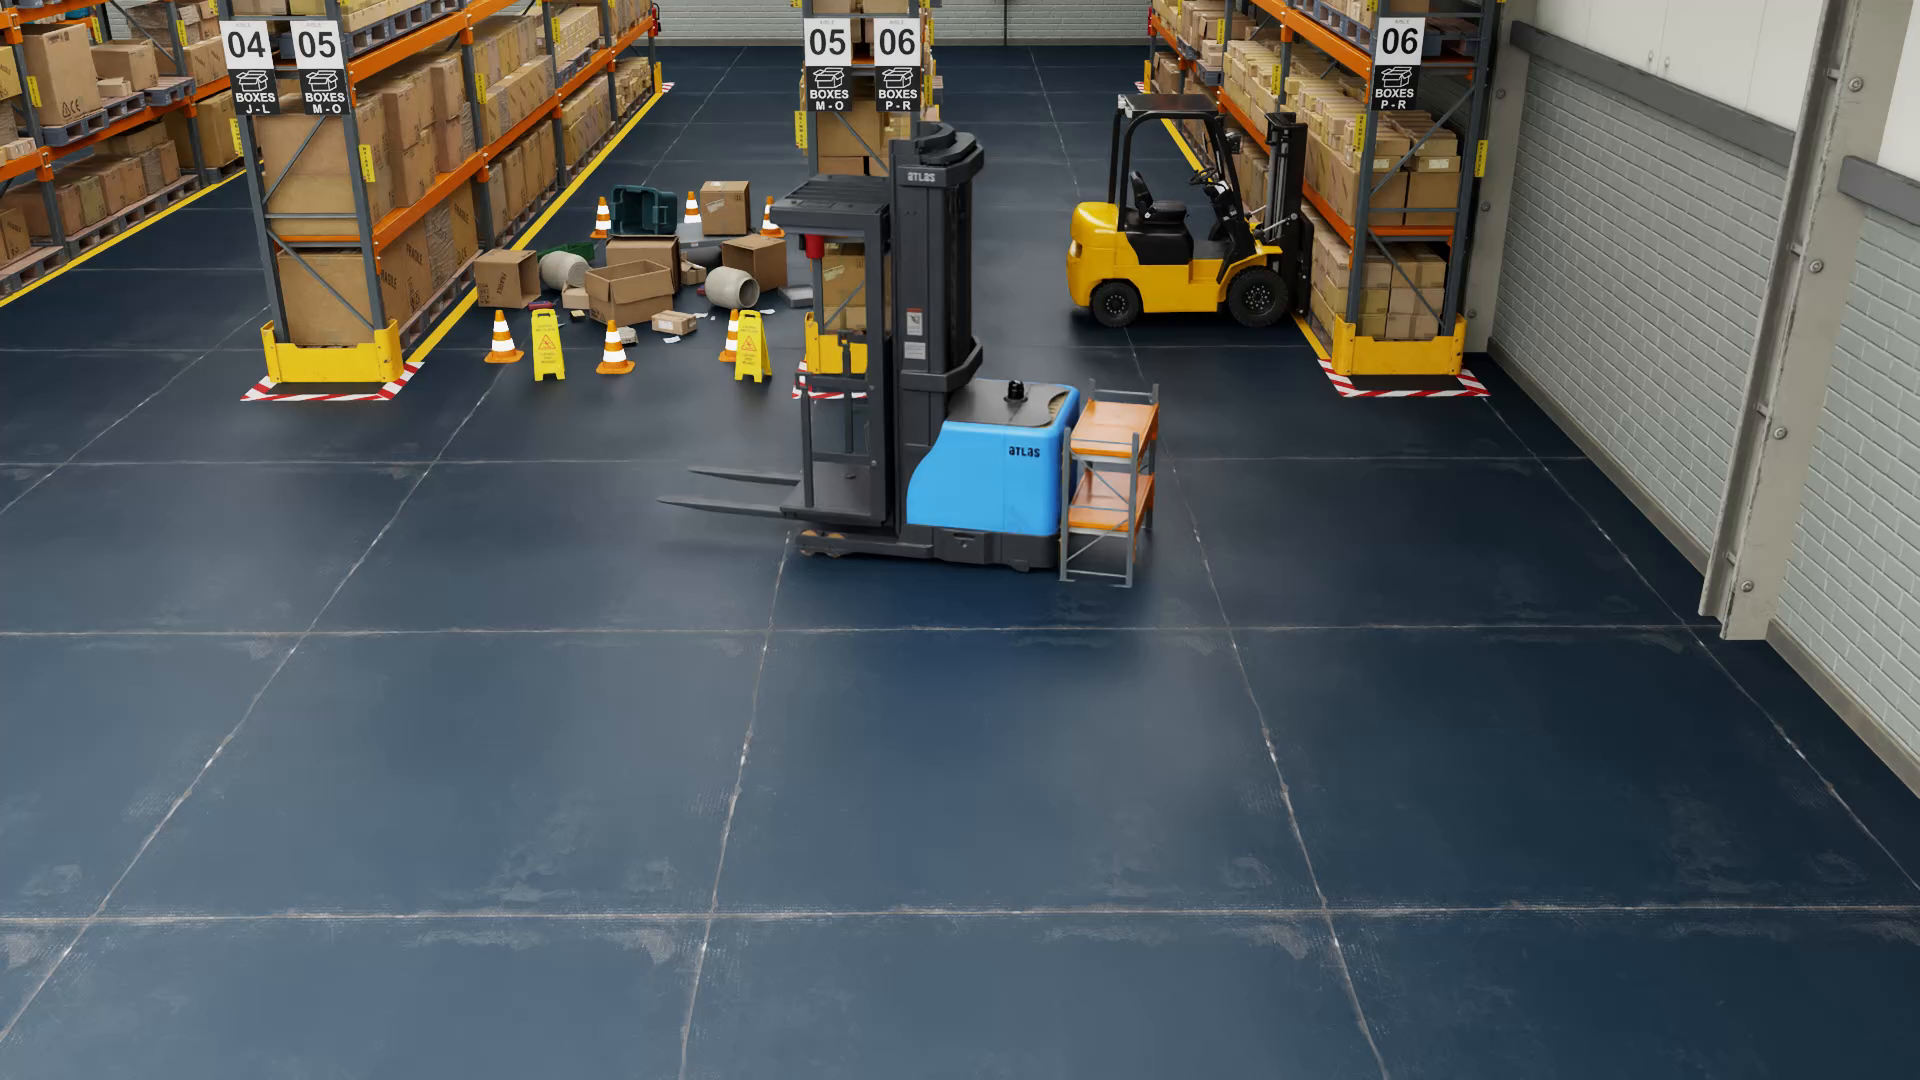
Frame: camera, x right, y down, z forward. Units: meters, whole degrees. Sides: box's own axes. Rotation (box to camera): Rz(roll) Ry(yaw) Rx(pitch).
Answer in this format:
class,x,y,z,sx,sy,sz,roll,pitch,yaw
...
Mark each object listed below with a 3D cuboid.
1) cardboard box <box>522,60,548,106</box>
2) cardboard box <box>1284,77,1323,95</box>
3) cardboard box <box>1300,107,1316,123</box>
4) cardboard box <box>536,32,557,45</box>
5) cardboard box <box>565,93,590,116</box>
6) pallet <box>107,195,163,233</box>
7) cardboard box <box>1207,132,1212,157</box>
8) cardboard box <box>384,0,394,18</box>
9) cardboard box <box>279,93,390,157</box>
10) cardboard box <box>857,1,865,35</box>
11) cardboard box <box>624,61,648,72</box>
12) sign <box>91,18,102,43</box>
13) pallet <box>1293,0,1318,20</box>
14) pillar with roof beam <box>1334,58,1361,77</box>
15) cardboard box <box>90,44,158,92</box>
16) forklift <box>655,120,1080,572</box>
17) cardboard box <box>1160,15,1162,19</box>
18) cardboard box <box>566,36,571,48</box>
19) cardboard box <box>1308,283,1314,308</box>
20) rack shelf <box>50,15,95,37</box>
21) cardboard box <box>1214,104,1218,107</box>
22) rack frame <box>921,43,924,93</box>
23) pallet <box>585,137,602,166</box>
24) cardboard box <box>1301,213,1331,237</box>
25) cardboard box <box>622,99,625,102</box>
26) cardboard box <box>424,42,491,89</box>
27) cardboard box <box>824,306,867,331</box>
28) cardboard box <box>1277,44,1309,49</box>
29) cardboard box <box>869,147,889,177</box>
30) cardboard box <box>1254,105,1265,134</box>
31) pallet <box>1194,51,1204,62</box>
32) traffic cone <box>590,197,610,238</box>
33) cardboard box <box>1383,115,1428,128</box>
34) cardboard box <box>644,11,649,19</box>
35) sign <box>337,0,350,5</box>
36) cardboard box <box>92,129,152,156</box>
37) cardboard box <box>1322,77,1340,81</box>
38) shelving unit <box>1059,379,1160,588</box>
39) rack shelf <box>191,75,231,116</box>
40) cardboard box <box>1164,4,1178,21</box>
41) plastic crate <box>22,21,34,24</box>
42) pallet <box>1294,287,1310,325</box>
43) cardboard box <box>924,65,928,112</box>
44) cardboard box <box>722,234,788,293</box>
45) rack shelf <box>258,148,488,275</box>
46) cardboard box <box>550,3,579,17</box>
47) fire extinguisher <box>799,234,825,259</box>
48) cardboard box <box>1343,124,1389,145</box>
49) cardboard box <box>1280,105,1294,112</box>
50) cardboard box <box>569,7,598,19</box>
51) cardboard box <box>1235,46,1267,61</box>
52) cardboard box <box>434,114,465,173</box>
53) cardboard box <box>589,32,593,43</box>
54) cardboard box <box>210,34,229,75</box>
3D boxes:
class,x,y,z,sx,sy,sz,roll,pitch,yaw
cardboard box,-5.613,-5.853,21.314,0.500,0.500,0.500,0,24,-1
cardboard box,3.772,-4.981,18.237,0.380,0.149,0.250,0,24,1
cardboard box,3.771,-4.422,17.361,0.380,0.149,0.250,0,24,-1
cardboard box,-5.707,-6.848,22.707,0.380,0.149,0.250,-1,24,-2
cardboard box,-5.654,-6.290,24.014,0.500,0.250,0.500,0,24,0
pallet,-10.833,-4.123,20.993,1.003,0.211,1.213,0,24,-1
cardboard box,3.807,-5.717,23.658,0.500,0.500,0.500,-1,24,-1
cardboard box,-5.497,-4.949,15.470,0.380,0.149,0.250,0,24,0
cardboard box,-5.866,-3.841,15.493,0.875,0.550,0.550,0,24,-1
cardboard box,-1.120,-4.816,15.323,0.500,0.250,0.500,-1,24,-1
cardboard box,-5.643,-8.231,28.920,0.380,0.149,0.250,-1,24,-2
sign,-11.406,-6.741,21.992,0.100,0.325,0.005,0,24,-1
pallet,4.101,-5.612,17.369,1.003,0.211,1.213,0,24,-1
pillar with roof beam,0.633,-8.466,19.933,9.100,9.000,0.400,0,24,-1
cardboard box,-10.699,-6.002,21.133,0.700,0.500,0.500,3,25,7
forklift,-0.696,-1.418,11.713,3.031,2.935,1.130,6,25,12
cardboard box,3.713,-9.226,29.197,0.380,0.149,0.250,0,24,1
cardboard box,-5.711,-7.038,23.490,0.380,0.149,0.250,0,24,0
cardboard box,3.796,-2.531,16.916,0.500,0.250,0.500,0,24,0
rack shelf,-15.869,-8.339,27.805,1.077,0.370,4.000,0,24,-1
cardboard box,3.813,-6.166,23.863,0.380,0.149,0.250,0,24,1
rack frame,-0.898,-4.613,18.693,1.000,3.000,0.127,0,24,-1
pallet,-5.908,-5.751,24.592,1.003,0.211,1.213,0,24,-1
cardboard box,3.767,-3.198,17.179,0.500,0.250,0.500,-1,24,-2
cardboard box,-5.674,-7.102,27.145,0.380,0.149,0.250,0,24,-1
cardboard box,-5.865,-5.467,19.246,0.700,0.500,0.500,-1,24,-1
cardboard box,-1.132,-2.245,16.285,0.500,0.250,0.500,0,24,-1
cardboard box,4.342,-6.386,21.705,0.380,0.149,0.250,0,24,1
cardboard box,-0.582,-3.342,15.401,0.500,0.500,0.500,-1,24,-1
cardboard box,3.787,-4.982,19.692,0.500,0.250,0.500,0,24,-1
pallet,3.996,-6.999,24.202,1.003,0.211,1.213,0,24,-1
traffic cone,-4.351,-3.953,20.312,0.336,0.463,0.334,0,24,-1
cardboard box,4.317,-4.032,16.139,0.380,0.149,0.250,0,24,1
cardboard box,-5.691,-9.247,29.243,0.380,0.149,0.250,0,24,0
sign,-5.248,-4.702,14.093,0.100,0.325,0.005,0,24,-1
cardboard box,-10.798,-5.126,21.416,0.500,0.250,0.500,2,24,5
cardboard box,4.326,-5.235,19.159,0.380,0.149,0.250,-1,24,-2
shelving unit,1.056,-0.414,11.684,0.538,1.125,1.048,6,25,12
rack shelf,-10.873,-6.713,24.210,1.077,0.370,4.000,0,24,-1
cardboard box,3.712,-8.834,27.846,0.500,0.250,0.500,-1,24,-2
plastic crate,-15.612,-8.597,27.632,0.416,0.233,0.300,0,24,-1
pallet,4.049,-2.535,17.481,1.003,0.211,1.213,0,24,-1
cardboard box,-0.616,-5.180,18.955,0.500,0.500,0.500,0,24,1
cardboard box,-2.247,-3.028,18.218,0.500,0.500,0.500,19,30,35
rack shelf,-5.825,-3.397,16.878,1.077,0.370,4.000,0,24,-1
cardboard box,-6.222,-8.225,26.197,0.500,0.500,0.500,0,24,0
fire extinguisher,-1.314,-2.880,14.956,0.296,0.674,0.183,0,24,-1
cardboard box,3.831,-3.821,15.673,0.380,0.149,0.250,0,24,1
cardboard box,3.809,-4.499,18.319,0.500,0.500,0.500,-1,24,-2
cardboard box,-5.734,-8.029,25.320,0.380,0.149,0.250,1,24,2
cardboard box,3.763,-6.278,21.466,0.380,0.149,0.250,0,24,1
cardboard box,-5.802,-4.239,17.684,0.875,0.550,0.550,0,24,-1
cardboard box,-5.727,-7.550,24.982,0.380,0.149,0.250,0,24,-1
cardboard box,-10.601,-6.888,23.601,0.500,0.500,0.500,-1,24,-2
